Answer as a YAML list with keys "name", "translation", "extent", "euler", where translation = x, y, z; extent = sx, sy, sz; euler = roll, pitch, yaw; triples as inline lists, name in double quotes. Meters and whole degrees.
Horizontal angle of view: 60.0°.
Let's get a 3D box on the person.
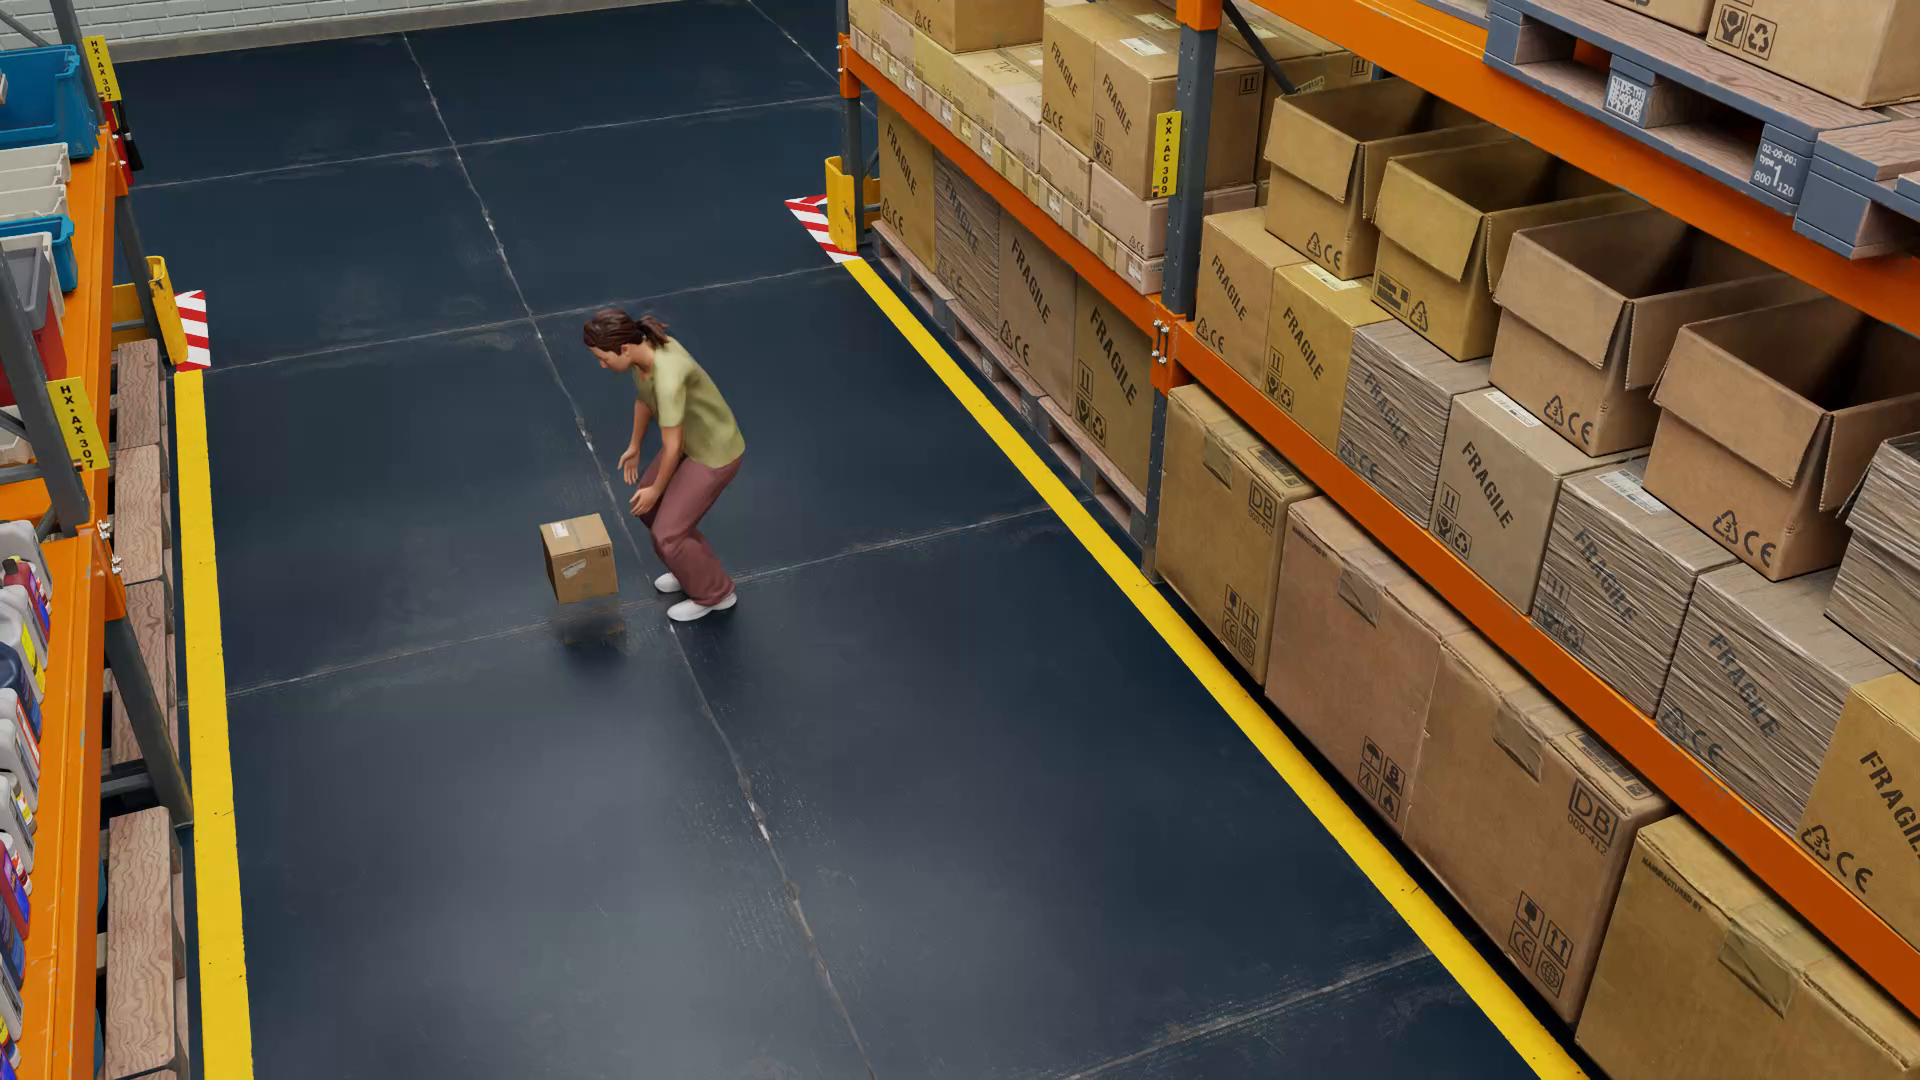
- name: "person"
  translation: [-1.179, -0.326, 6.848]
  extent: [0.595, 1.444, 0.507]
  euler: [-13, 36, -18]
